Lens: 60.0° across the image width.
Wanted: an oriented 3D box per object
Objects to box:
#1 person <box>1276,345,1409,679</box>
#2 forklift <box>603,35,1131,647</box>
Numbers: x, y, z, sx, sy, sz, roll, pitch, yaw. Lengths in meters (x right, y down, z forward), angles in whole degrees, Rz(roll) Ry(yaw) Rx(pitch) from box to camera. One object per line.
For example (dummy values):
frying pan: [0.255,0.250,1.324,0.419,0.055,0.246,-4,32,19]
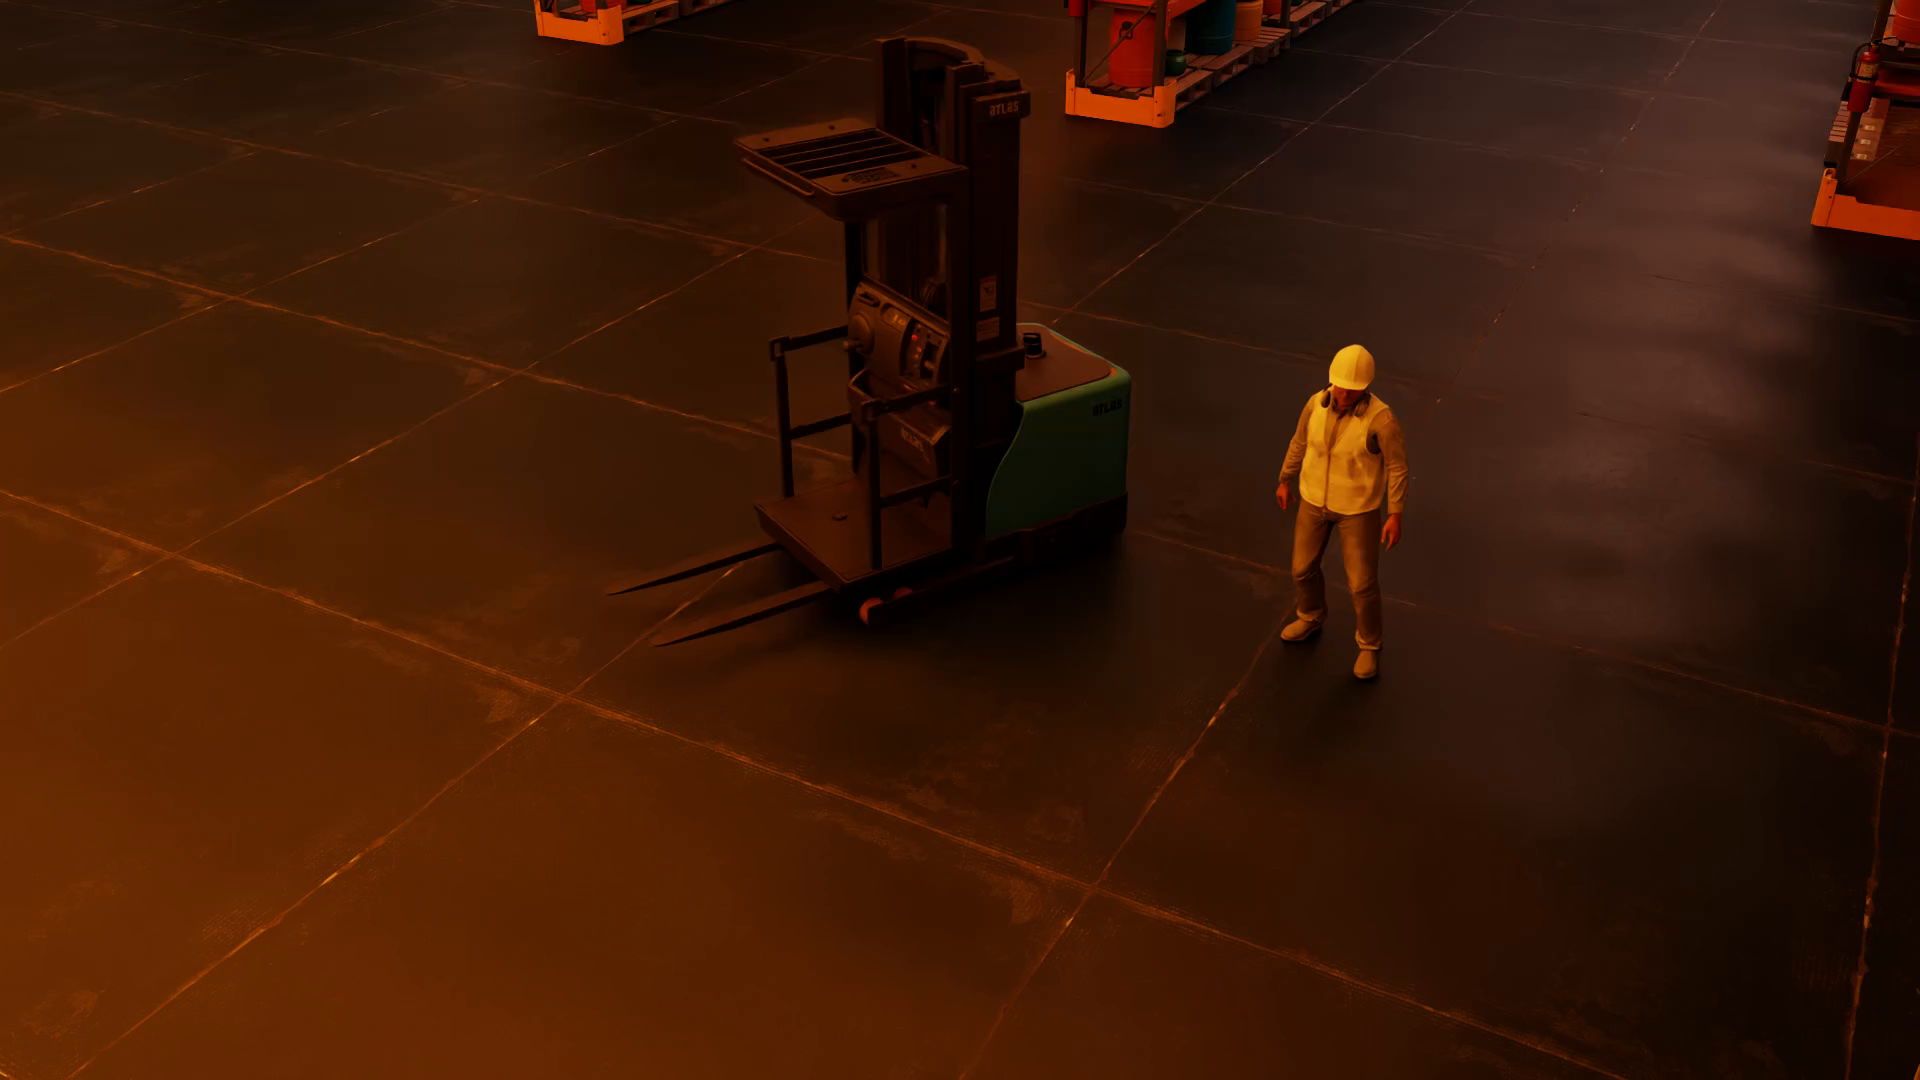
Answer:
person: [1.964,-0.198,8.597,0.751,1.749,0.421,21,36,32]
forklift: [-0.511,-1.086,8.953,3.031,2.935,1.130,-19,35,-29]
